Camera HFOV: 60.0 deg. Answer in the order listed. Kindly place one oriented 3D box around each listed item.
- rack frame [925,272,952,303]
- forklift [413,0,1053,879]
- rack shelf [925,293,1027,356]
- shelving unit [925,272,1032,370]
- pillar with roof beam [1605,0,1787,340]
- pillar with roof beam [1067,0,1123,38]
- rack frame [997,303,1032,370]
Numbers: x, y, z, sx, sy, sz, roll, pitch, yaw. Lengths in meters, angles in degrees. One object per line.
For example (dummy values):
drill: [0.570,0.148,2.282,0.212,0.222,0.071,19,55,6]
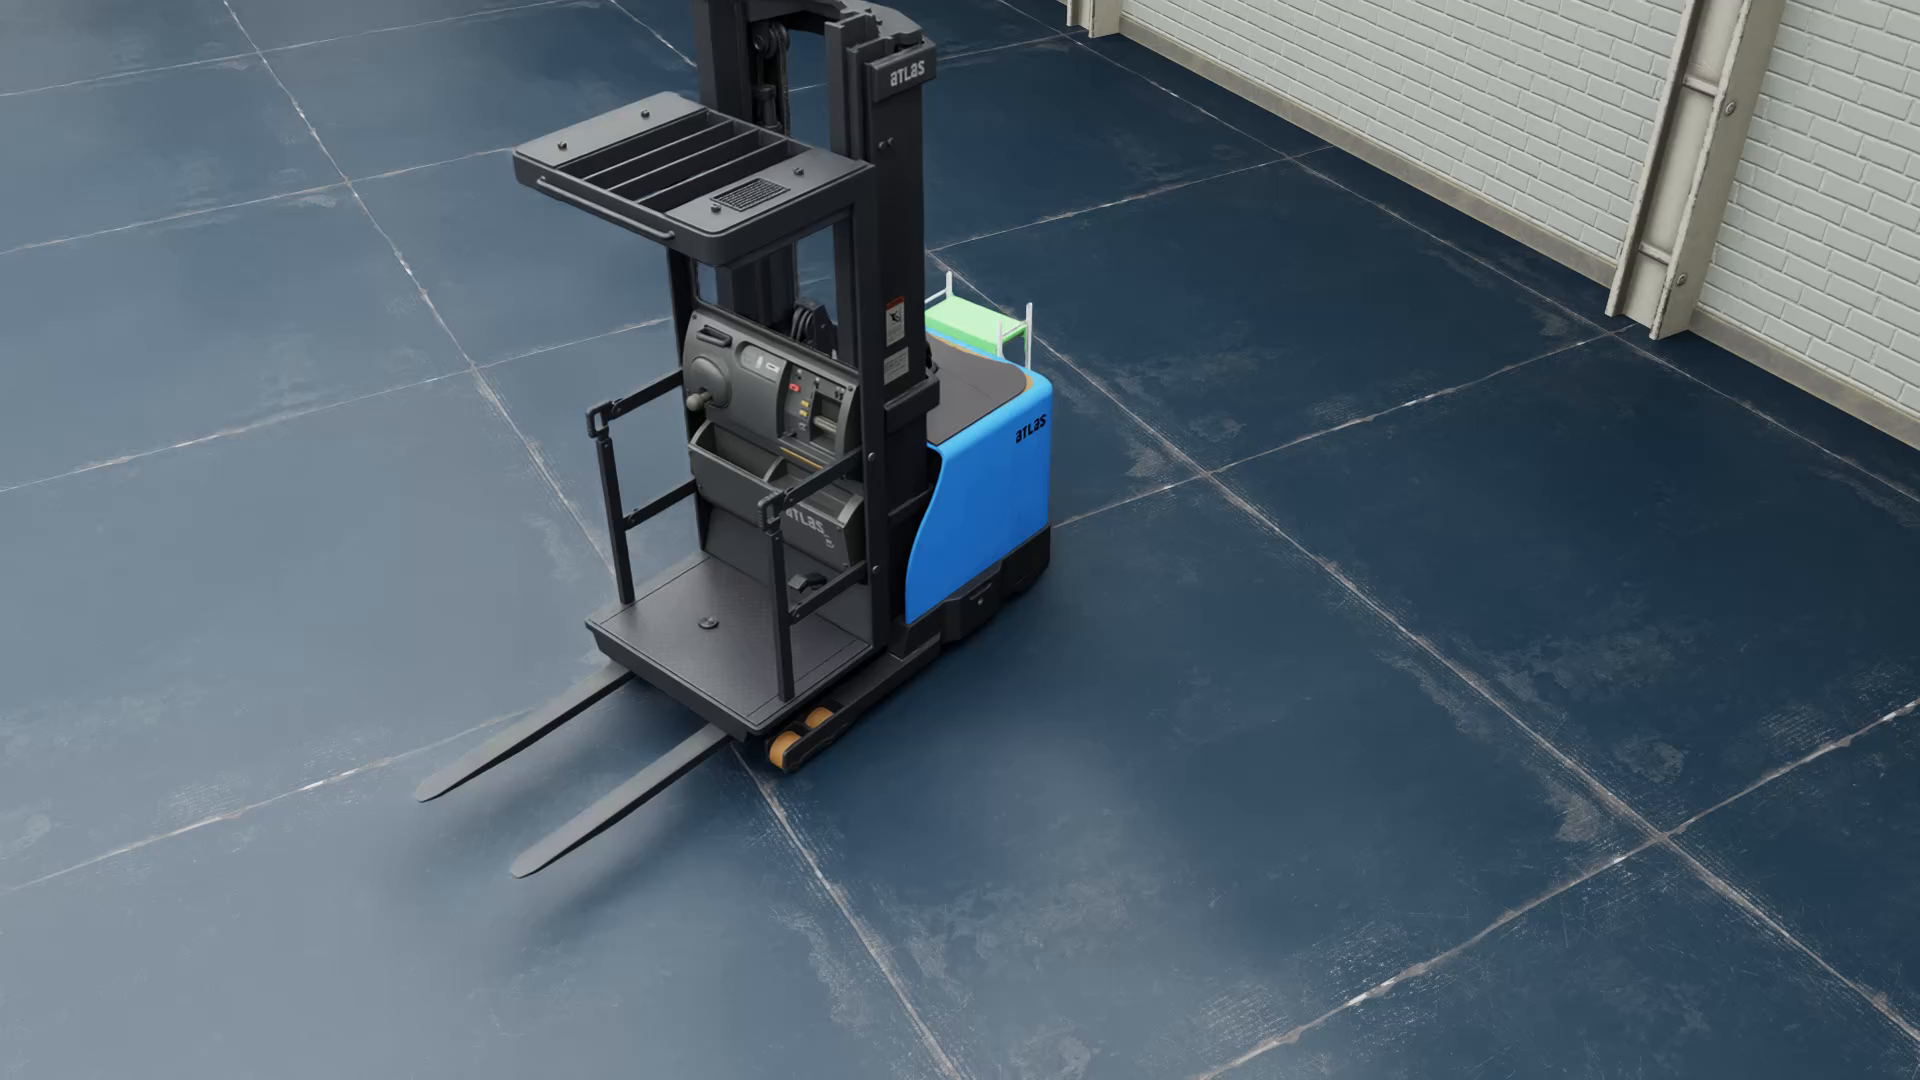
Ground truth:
rack frame: [-0.121,-0.747,8.255,0.015,1.200,0.240,26,44,31]
forklift: [-0.907,-0.557,6.527,1.130,2.935,3.031,27,44,32]
rack shelf: [0.066,-0.990,7.883,0.480,0.148,0.258,26,44,31]
shelving unit: [0.066,-0.654,8.128,0.503,1.200,0.258,26,44,31]
pillar with roof beam: [0.441,-3.689,5.671,9.100,9.000,0.400,-19,40,-24]
pillar with roof beam: [-2.573,-6.749,9.861,9.100,9.000,0.400,-19,40,-24]
rack frame: [0.253,-0.562,8.002,0.015,1.200,0.240,26,44,31]
